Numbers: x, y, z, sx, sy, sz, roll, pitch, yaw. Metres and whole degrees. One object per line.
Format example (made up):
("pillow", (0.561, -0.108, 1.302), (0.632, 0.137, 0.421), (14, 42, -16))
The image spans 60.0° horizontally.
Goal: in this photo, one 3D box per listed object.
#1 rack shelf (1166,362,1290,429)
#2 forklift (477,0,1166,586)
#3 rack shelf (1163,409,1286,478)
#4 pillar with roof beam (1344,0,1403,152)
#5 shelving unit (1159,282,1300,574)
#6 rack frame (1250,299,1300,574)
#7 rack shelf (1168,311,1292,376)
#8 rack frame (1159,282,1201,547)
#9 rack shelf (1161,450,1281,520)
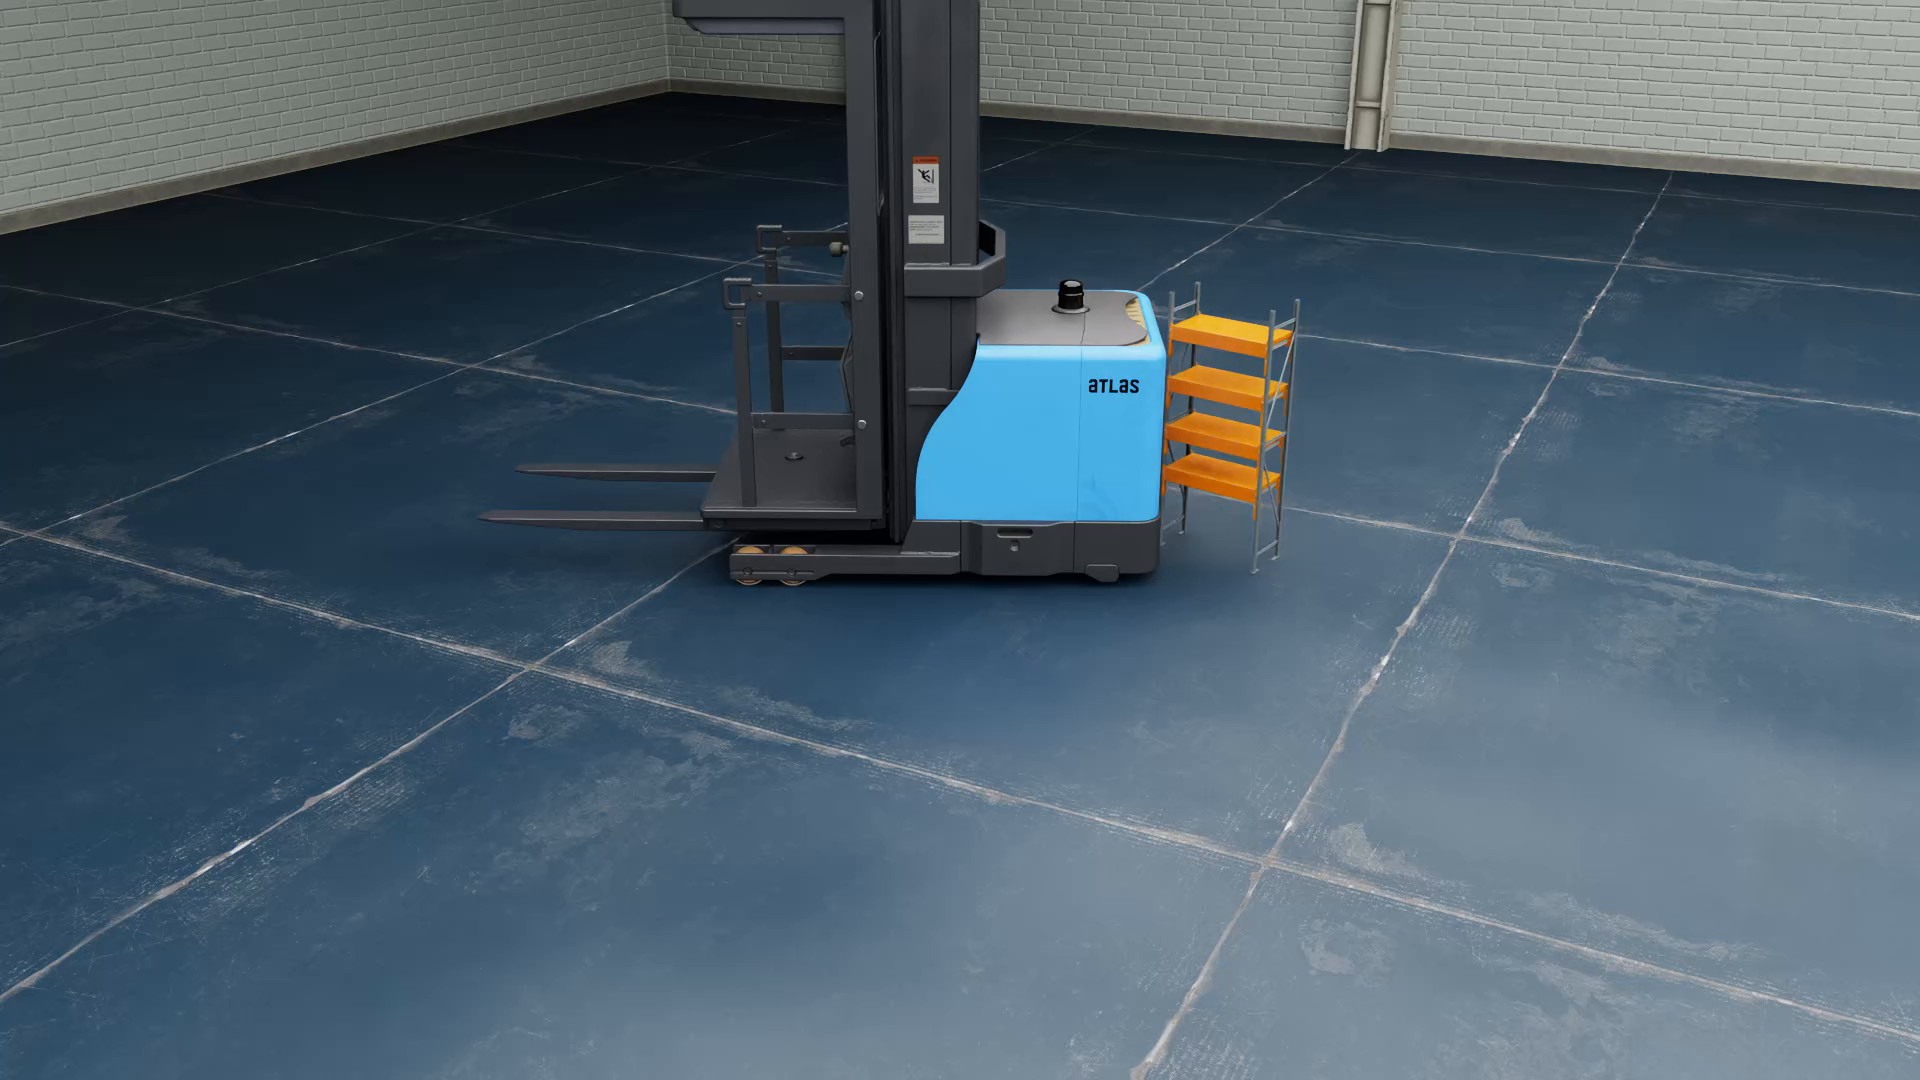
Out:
("rack shelf", (1.179, -0.640, 7.323), (0.480, 0.148, 0.258), (17, 28, 35))
("forklift", (-0.630, -1.355, 7.191), (3.031, 2.935, 1.130), (1, 23, 1))
("rack shelf", (1.179, -0.435, 7.410), (0.480, 0.148, 0.258), (17, 28, 35))
("pillar with roof beam", (2.308, -6.737, 12.092), (0.400, 9.000, 9.100), (11, 25, 25))
("shelving unit", (1.179, -0.496, 7.384), (0.503, 1.200, 0.258), (17, 28, 35))
("rack frame", (1.372, -0.438, 7.246), (0.015, 1.200, 0.240), (17, 28, 35))
("rack shelf", (1.179, -0.858, 7.230), (0.480, 0.148, 0.258), (17, 28, 35))
("rack frame", (0.987, -0.555, 7.523), (0.015, 1.200, 0.240), (17, 28, 35))
("rack shelf", (1.179, -0.252, 7.488), (0.480, 0.148, 0.258), (17, 28, 35))
